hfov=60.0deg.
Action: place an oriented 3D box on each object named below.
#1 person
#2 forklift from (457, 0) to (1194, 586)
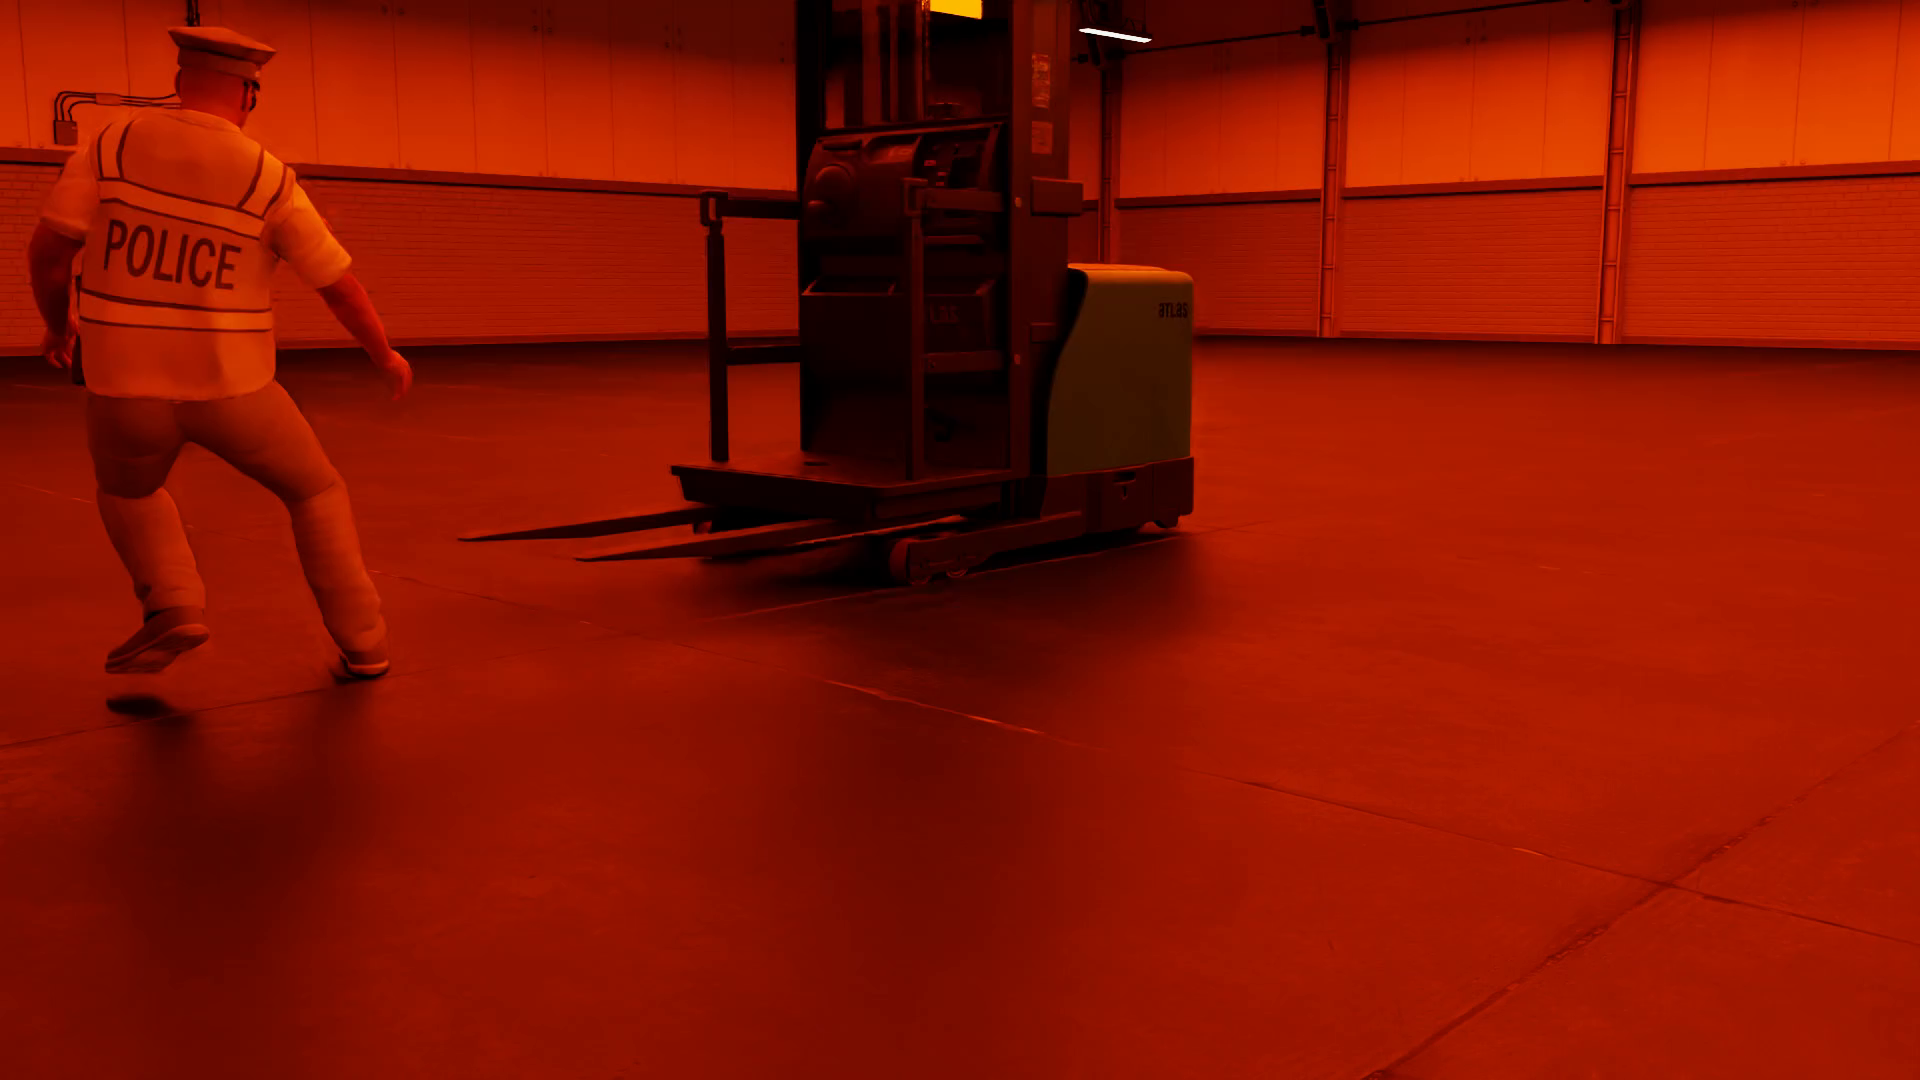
[{"bbox_3d":[-1.840,-0.438,4.163,0.865,1.614,0.571,-2,9,-15],"label":"person"},{"bbox_3d":[-0.360,-1.375,6.005,1.130,2.935,3.031,7,11,40],"label":"forklift"}]
